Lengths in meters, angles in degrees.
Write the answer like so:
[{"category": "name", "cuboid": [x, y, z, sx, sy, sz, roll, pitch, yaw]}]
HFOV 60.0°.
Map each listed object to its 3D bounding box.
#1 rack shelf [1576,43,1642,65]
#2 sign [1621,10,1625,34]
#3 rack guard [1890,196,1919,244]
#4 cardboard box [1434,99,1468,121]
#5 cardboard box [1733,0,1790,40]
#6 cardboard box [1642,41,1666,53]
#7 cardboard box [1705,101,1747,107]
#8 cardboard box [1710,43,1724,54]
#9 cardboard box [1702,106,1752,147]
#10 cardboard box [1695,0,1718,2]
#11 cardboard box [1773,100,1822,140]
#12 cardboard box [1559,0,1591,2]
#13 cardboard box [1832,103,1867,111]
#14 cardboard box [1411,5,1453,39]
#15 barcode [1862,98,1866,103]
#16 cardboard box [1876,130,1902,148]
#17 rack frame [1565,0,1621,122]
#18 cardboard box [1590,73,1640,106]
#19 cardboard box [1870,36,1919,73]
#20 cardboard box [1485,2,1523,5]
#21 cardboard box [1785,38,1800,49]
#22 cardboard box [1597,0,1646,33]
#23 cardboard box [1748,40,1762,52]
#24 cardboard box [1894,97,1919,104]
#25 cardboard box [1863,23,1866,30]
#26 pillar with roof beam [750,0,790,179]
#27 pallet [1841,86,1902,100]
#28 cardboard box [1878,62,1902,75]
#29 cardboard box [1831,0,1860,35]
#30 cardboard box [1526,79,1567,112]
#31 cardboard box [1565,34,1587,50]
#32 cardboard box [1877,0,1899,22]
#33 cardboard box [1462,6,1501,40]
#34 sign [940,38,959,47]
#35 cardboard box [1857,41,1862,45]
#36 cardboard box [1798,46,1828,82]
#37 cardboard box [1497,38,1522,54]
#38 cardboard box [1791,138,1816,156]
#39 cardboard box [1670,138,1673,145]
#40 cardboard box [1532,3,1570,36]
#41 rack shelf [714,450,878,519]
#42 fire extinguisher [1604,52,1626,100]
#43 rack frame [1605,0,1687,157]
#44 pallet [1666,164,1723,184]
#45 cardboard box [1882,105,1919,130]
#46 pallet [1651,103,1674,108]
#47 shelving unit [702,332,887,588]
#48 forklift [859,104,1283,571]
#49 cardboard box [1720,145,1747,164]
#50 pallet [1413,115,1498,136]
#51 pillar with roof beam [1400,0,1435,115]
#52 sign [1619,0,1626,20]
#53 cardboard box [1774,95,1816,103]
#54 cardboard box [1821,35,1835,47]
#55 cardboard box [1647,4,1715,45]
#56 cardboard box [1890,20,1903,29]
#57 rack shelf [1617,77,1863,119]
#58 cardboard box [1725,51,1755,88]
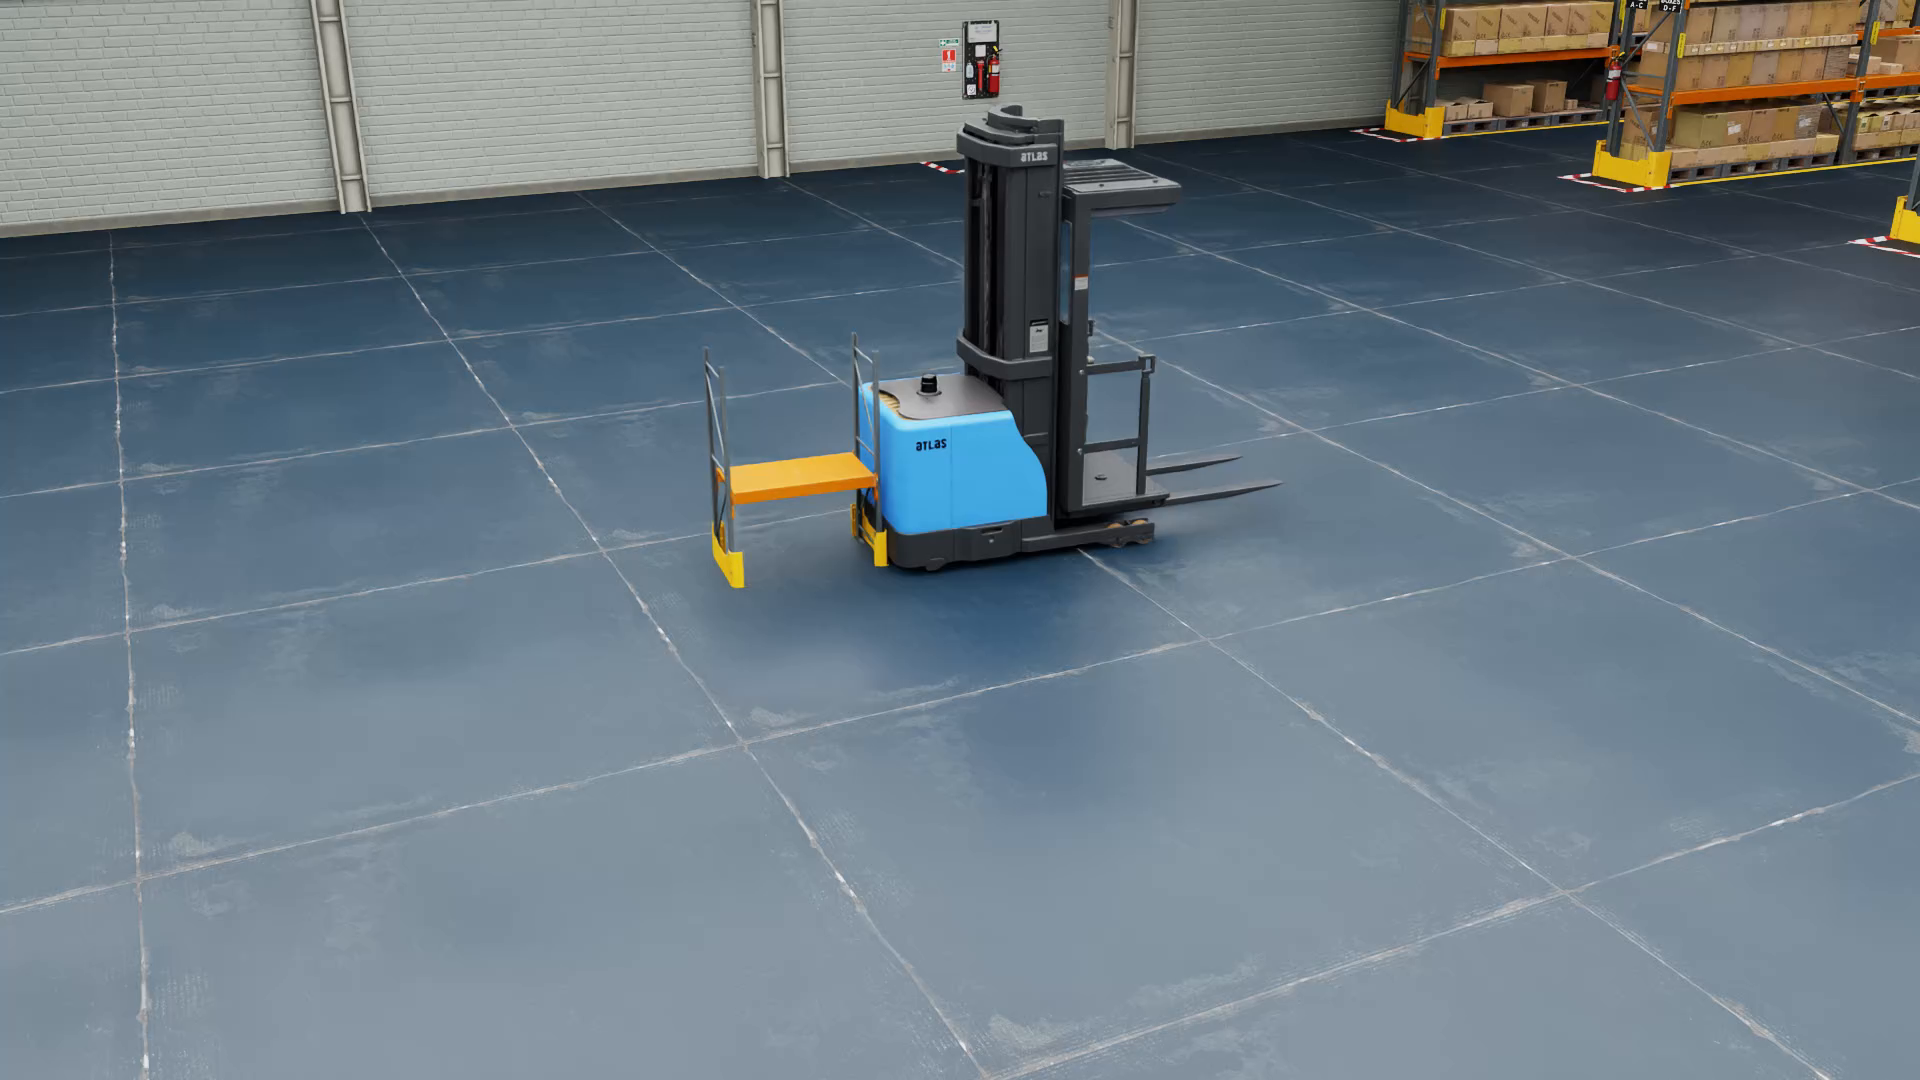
[{"category": "rack shelf", "cuboid": [13.172, -9.085, 30.717, 4.000, 0.370, 1.077, -10, 25, -24]}, {"category": "sign", "cuboid": [9.694, -7.550, 24.243, 0.005, 0.325, 0.100, -10, 25, -24]}, {"category": "rack guard", "cuboid": [12.110, -3.882, 20.475, 0.348, 0.500, 1.175, -10, 25, -24]}, {"category": "cardboard box", "cuboid": [8.428, -7.467, 28.808, 0.500, 0.311, 0.500, -14, 26, -30]}, {"category": "cardboard box", "cuboid": [11.768, -7.699, 24.602, 0.500, 0.500, 0.700, -10, 25, -24]}, {"category": "cardboard box", "cuboid": [10.179, -7.191, 24.221, 0.250, 0.149, 0.380, -11, 25, -25]}, {"category": "cardboard box", "cuboid": [11.617, -6.431, 25.429, 0.500, 0.500, 0.500, -10, 25, -24]}, {"category": "cardboard box", "cuboid": [10.826, -7.138, 24.094, 0.250, 0.149, 0.380, -10, 25, -23]}, {"category": "cardboard box", "cuboid": [11.392, -6.169, 24.797, 0.500, 0.500, 0.500, -10, 25, -24]}, {"category": "cardboard box", "cuboid": [13.442, -9.703, 30.563, 0.500, 0.500, 0.700, -10, 25, -24]}, {"category": "cardboard box", "cuboid": [12.743, -6.418, 25.399, 0.500, 0.500, 0.500, -10, 25, -24]}, {"category": "cardboard box", "cuboid": [10.856, -9.366, 29.645, 0.500, 0.500, 0.500, -11, 25, -25]}, {"category": "cardboard box", "cuboid": [14.228, -6.817, 26.608, 0.500, 0.311, 0.500, -10, 24, -22]}, {"category": "cardboard box", "cuboid": [8.098, -8.860, 28.422, 0.500, 0.500, 0.500, -11, 25, -24]}, {"category": "barcode", "cuboid": [13.932, -6.770, 25.621, 0.075, 0.075, 0.001, -10, 25, -24]}, {"category": "cardboard box", "cuboid": [14.454, -6.369, 26.260, 0.500, 0.250, 0.500, -10, 24, -22]}, {"category": "rack frame", "cuboid": [11.370, -9.086, 29.778, 0.127, 3.000, 1.000, -10, 25, -24]}, {"category": "cardboard box", "cuboid": [12.026, -8.262, 30.481, 0.500, 0.500, 0.700, -10, 24, -22]}, {"category": "cardboard box", "cuboid": [14.695, -7.635, 26.141, 0.500, 0.500, 0.500, -9, 24, -20]}, {"category": "cardboard box", "cuboid": [9.474, -9.111, 29.028, 0.500, 0.500, 0.500, -10, 25, -23]}, {"category": "cardboard box", "cuboid": [12.225, -7.396, 24.717, 0.250, 0.149, 0.380, -10, 24, -22]}, {"category": "cardboard box", "cuboid": [11.843, -9.408, 29.850, 0.500, 0.500, 0.700, -10, 25, -23]}, {"category": "cardboard box", "cuboid": [11.524, -7.267, 24.405, 0.250, 0.149, 0.380, -11, 25, -24]}, {"category": "cardboard box", "cuboid": [15.596, -7.066, 27.211, 0.500, 0.311, 0.500, -11, 25, -25]}, {"category": "cardboard box", "cuboid": [17.465, -9.993, 32.272, 0.250, 0.149, 0.380, -10, 25, -24]}, {"category": "pillar with roof beam", "cuboid": [-0.925, -8.134, 19.636, 0.400, 9.000, 9.100, -10, 25, -24]}, {"category": "pallet", "cuboid": [17.916, -8.971, 33.145, 1.213, 0.211, 1.003, -10, 25, -24]}, {"category": "cardboard box", "cuboid": [14.409, -7.340, 25.888, 0.250, 0.149, 0.380, -10, 25, -24]}, {"category": "cardboard box", "cuboid": [13.124, -7.949, 25.205, 0.500, 0.500, 0.700, -10, 25, -23]}, {"category": "cardboard box", "cuboid": [10.452, -7.948, 29.723, 0.500, 0.500, 0.500, -12, 26, -28]}, {"category": "cardboard box", "cuboid": [10.622, -8.763, 29.168, 0.500, 0.250, 0.500, -10, 25, -23]}, {"category": "cardboard box", "cuboid": [17.816, -10.354, 32.296, 0.500, 0.500, 0.500, -10, 25, -23]}, {"category": "cardboard box", "cuboid": [8.776, -8.763, 28.187, 0.500, 0.500, 0.500, -10, 25, -23]}, {"category": "sign", "cuboid": [-0.164, -7.647, 25.563, 0.331, 0.109, 0.001, -10, 25, -24]}, {"category": "cardboard box", "cuboid": [18.049, -9.461, 32.946, 0.750, 0.750, 0.750, -10, 25, -23]}, {"category": "cardboard box", "cuboid": [12.652, -7.260, 25.236, 0.500, 0.500, 0.700, -11, 25, -24]}, {"category": "cardboard box", "cuboid": [9.266, -8.507, 28.550, 0.500, 0.250, 0.500, -11, 25, -24]}, {"category": "cardboard box", "cuboid": [12.744, -6.071, 25.541, 0.500, 0.250, 0.500, -10, 25, -24]}, {"category": "cardboard box", "cuboid": [10.718, -5.917, 25.169, 0.500, 0.250, 0.500, -10, 25, -24]}, {"category": "cardboard box", "cuboid": [10.172, -9.023, 28.815, 0.500, 0.500, 0.500, -11, 25, -25]}, {"category": "rack shelf", "cuboid": [-1.106, -0.382, 11.181, 1.000, 0.185, 0.538, -8, 24, -19]}, {"category": "fire extinguisher", "cuboid": [9.609, -6.821, 24.407, 0.183, 0.674, 0.296, -10, 25, -24]}, {"category": "rack frame", "cuboid": [9.917, -6.716, 24.052, 0.127, 3.000, 1.000, -10, 25, -24]}, {"category": "pallet", "cuboid": [10.588, -5.569, 24.927, 1.213, 0.211, 1.003, -10, 25, -24]}, {"category": "cardboard box", "cuboid": [14.921, -6.712, 26.357, 0.500, 0.311, 0.500, -11, 25, -25]}, {"category": "pallet", "cuboid": [13.171, -8.131, 31.117, 1.213, 0.211, 1.003, -10, 25, -24]}, {"category": "shelving unit", "cuboid": [-1.098, -0.549, 11.115, 1.083, 1.500, 0.587, -8, 24, -19]}, {"category": "forklift", "cuboid": [0.834, -1.481, 11.495, 3.031, 2.935, 1.130, -8, 24, -19]}, {"category": "cardboard box", "cuboid": [11.397, -5.819, 24.931, 0.500, 0.250, 0.500, -10, 25, -24]}, {"category": "pallet", "cuboid": [8.581, -7.269, 29.035, 1.213, 0.211, 1.003, -10, 25, -24]}, {"category": "pillar with roof beam", "cuboid": [9.888, -10.125, 24.444, 0.400, 9.000, 9.100, -10, 25, -24]}, {"category": "sign", "cuboid": [11.612, -9.300, 29.164, 0.005, 0.325, 0.100, -10, 25, -24]}, {"category": "cardboard box", "cuboid": [12.968, -6.680, 26.032, 0.500, 0.500, 0.500, -10, 25, -24]}, {"category": "cardboard box", "cuboid": [12.911, -7.522, 25.020, 0.250, 0.149, 0.380, -11, 25, -25]}, {"category": "cardboard box", "cuboid": [10.391, -7.443, 23.983, 0.500, 0.500, 0.700, -10, 25, -23]}, {"category": "cardboard box", "cuboid": [18.179, -10.102, 32.536, 0.250, 0.149, 0.380, -10, 24, -23]}, {"category": "rack shelf", "cuboid": [11.719, -6.715, 24.991, 4.000, 0.370, 1.077, -10, 25, -24]}, {"category": "cardboard box", "cuboid": [11.264, -7.004, 24.618, 0.500, 0.500, 0.700, -10, 25, -23]}]
